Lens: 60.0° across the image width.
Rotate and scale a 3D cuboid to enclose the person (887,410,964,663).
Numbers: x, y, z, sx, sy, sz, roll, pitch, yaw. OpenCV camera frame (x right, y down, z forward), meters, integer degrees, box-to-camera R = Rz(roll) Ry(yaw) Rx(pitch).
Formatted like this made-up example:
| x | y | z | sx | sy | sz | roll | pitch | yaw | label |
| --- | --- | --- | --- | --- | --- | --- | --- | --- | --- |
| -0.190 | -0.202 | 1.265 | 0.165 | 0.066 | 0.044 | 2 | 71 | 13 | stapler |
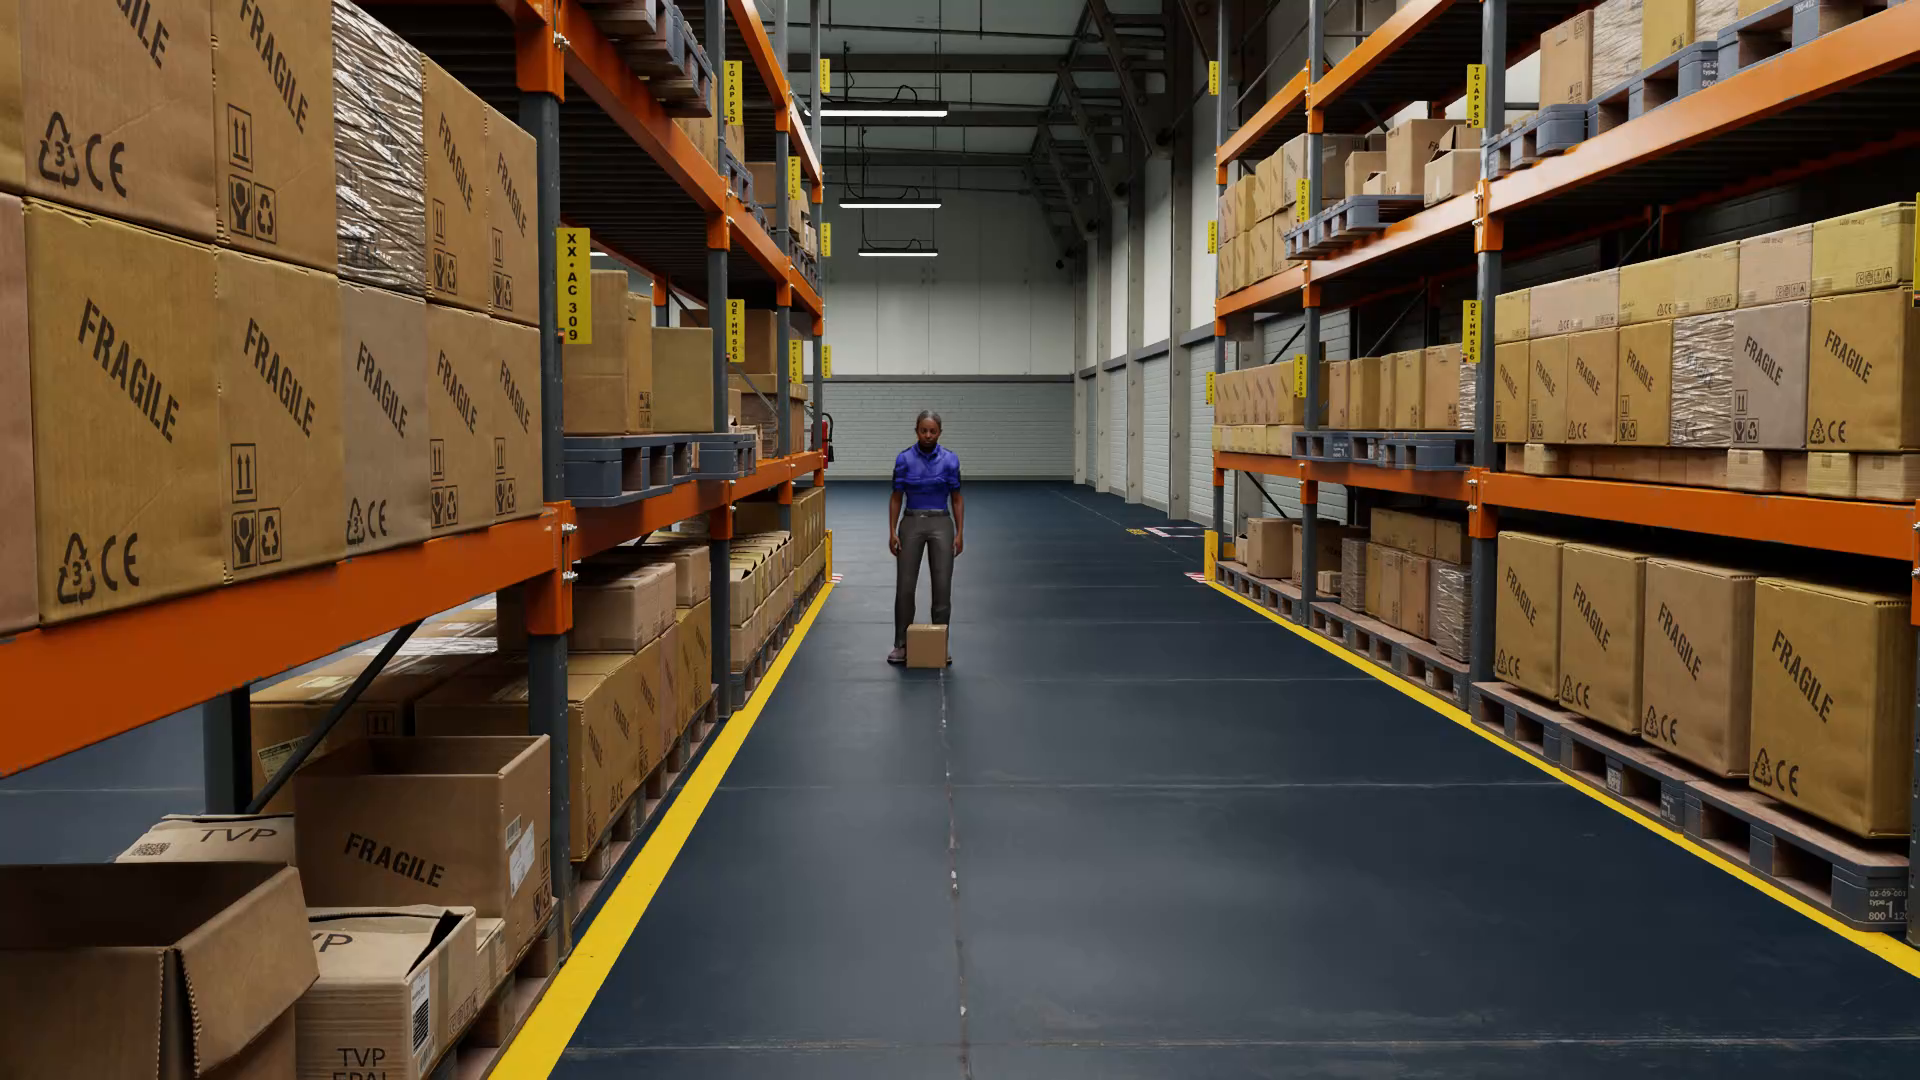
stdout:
| x | y | z | sx | sy | sz | roll | pitch | yaw | label |
| --- | --- | --- | --- | --- | --- | --- | --- | --- | --- |
| -0.227 | -0.028 | 10.935 | 0.505 | 1.655 | 0.390 | 0 | 4 | 0 | person |
